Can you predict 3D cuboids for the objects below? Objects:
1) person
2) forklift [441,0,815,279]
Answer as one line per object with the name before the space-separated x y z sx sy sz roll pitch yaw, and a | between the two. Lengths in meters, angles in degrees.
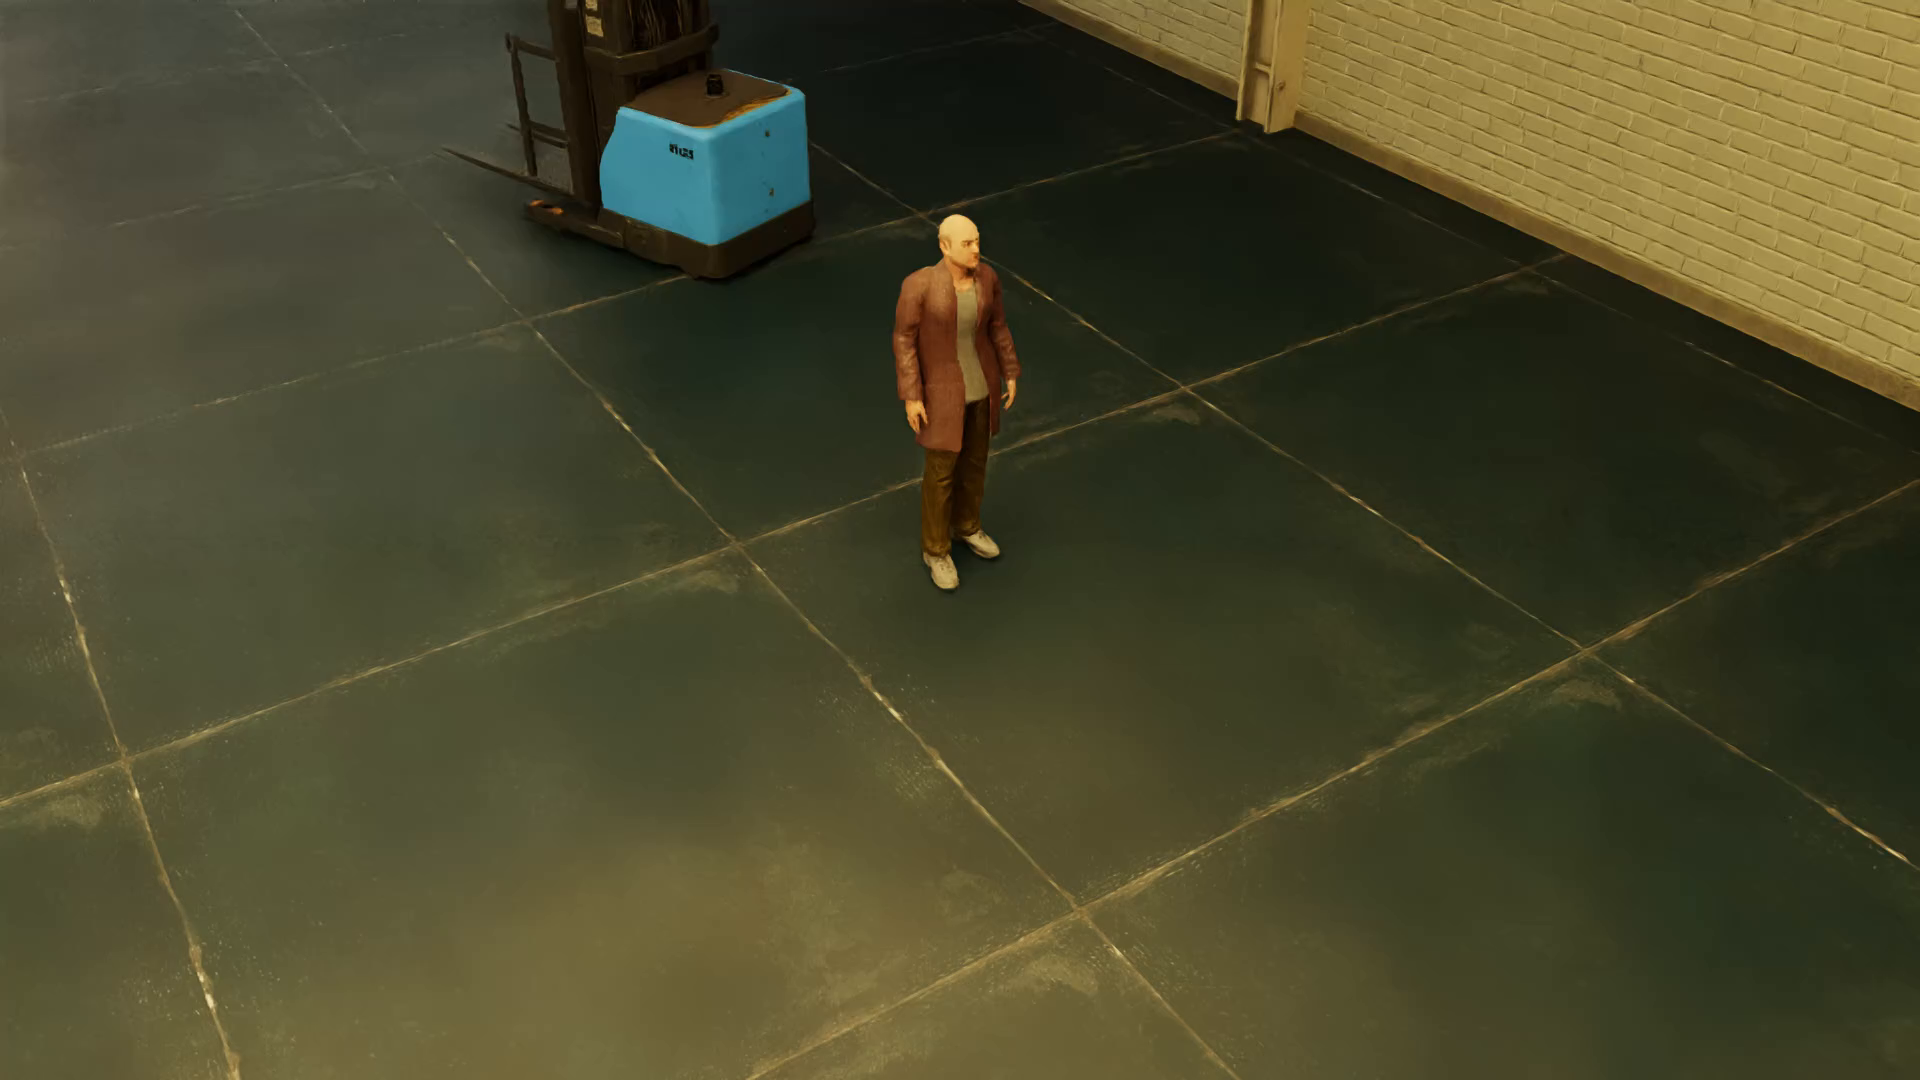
person | 0.046 -0.688 8.117 0.694 1.776 0.580 -21 40 -27
forklift | -2.502 -3.617 11.295 3.031 2.935 1.130 23 41 29
